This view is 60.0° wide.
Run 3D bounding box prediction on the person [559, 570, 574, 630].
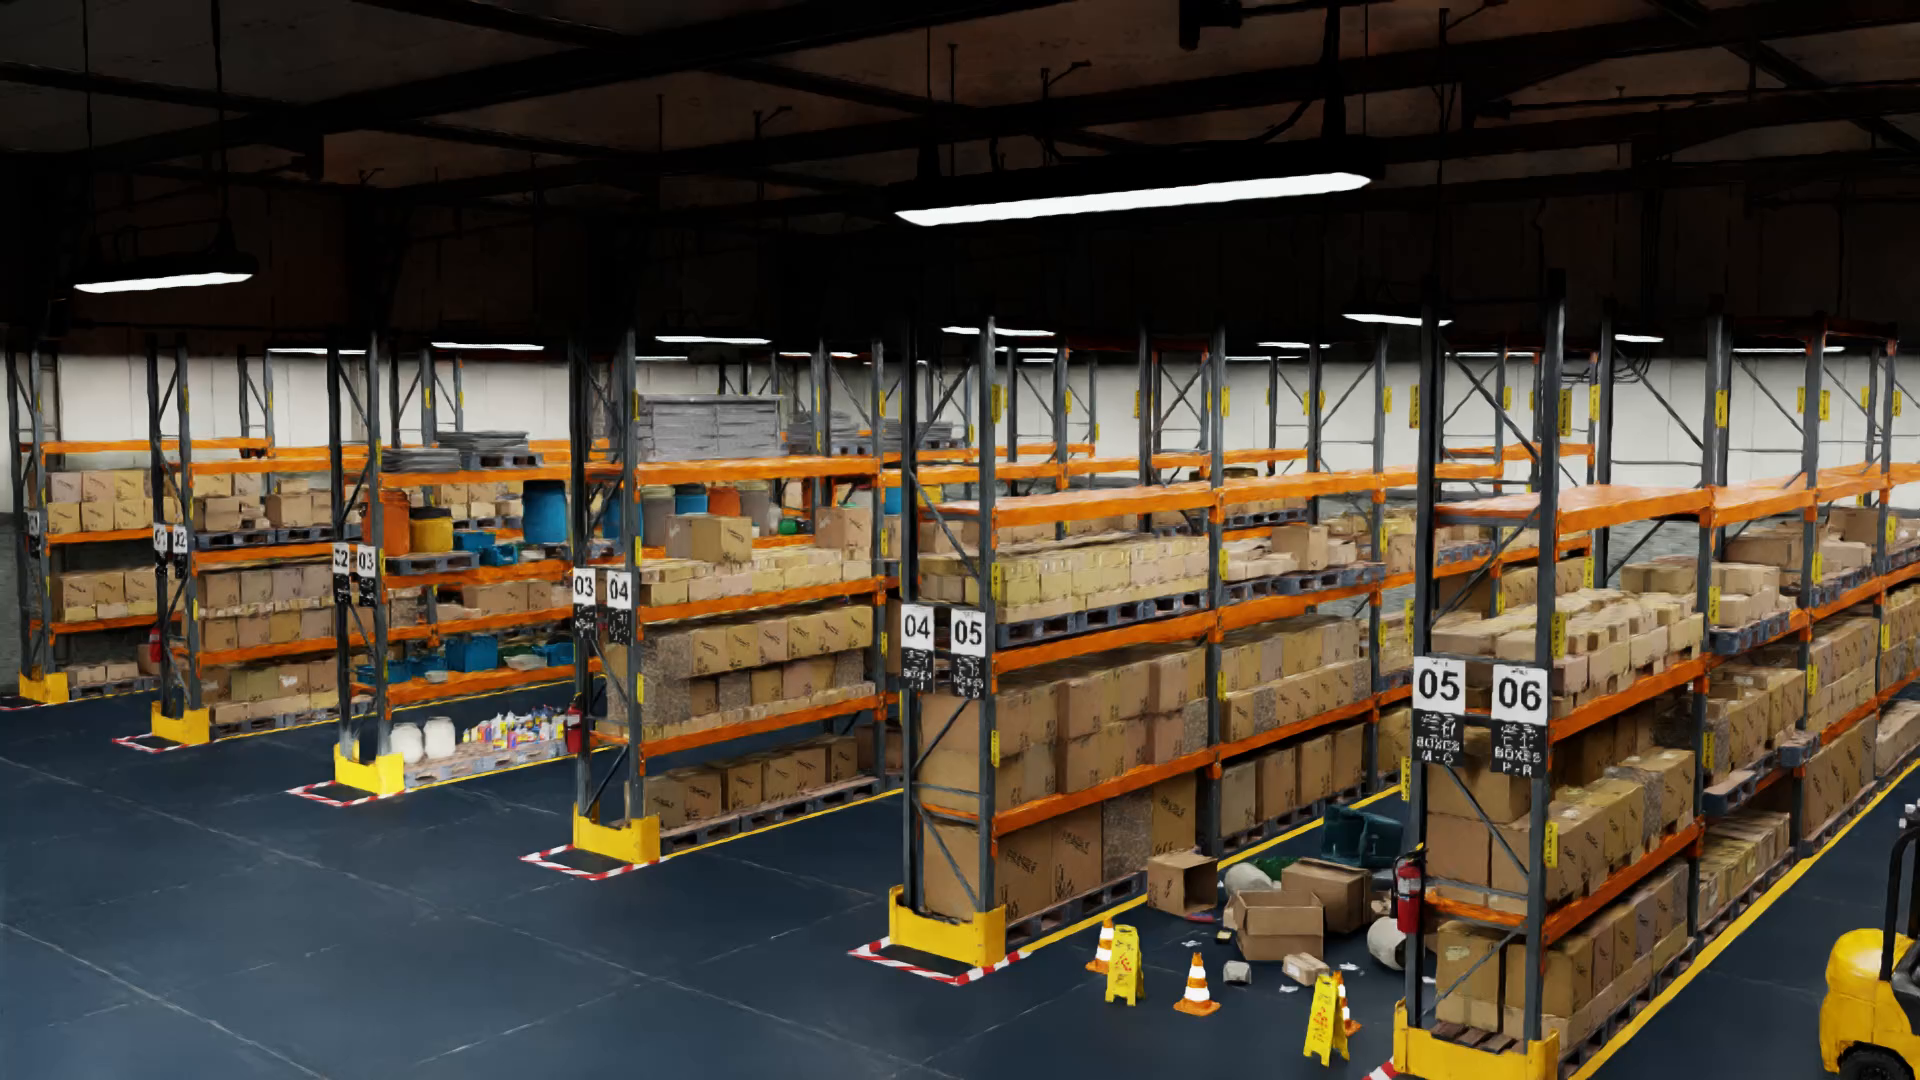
[{"bbox_3d":[-7.644,1.454,32.827,0.729,1.533,0.546,4,6,37],"label":"person"}]
